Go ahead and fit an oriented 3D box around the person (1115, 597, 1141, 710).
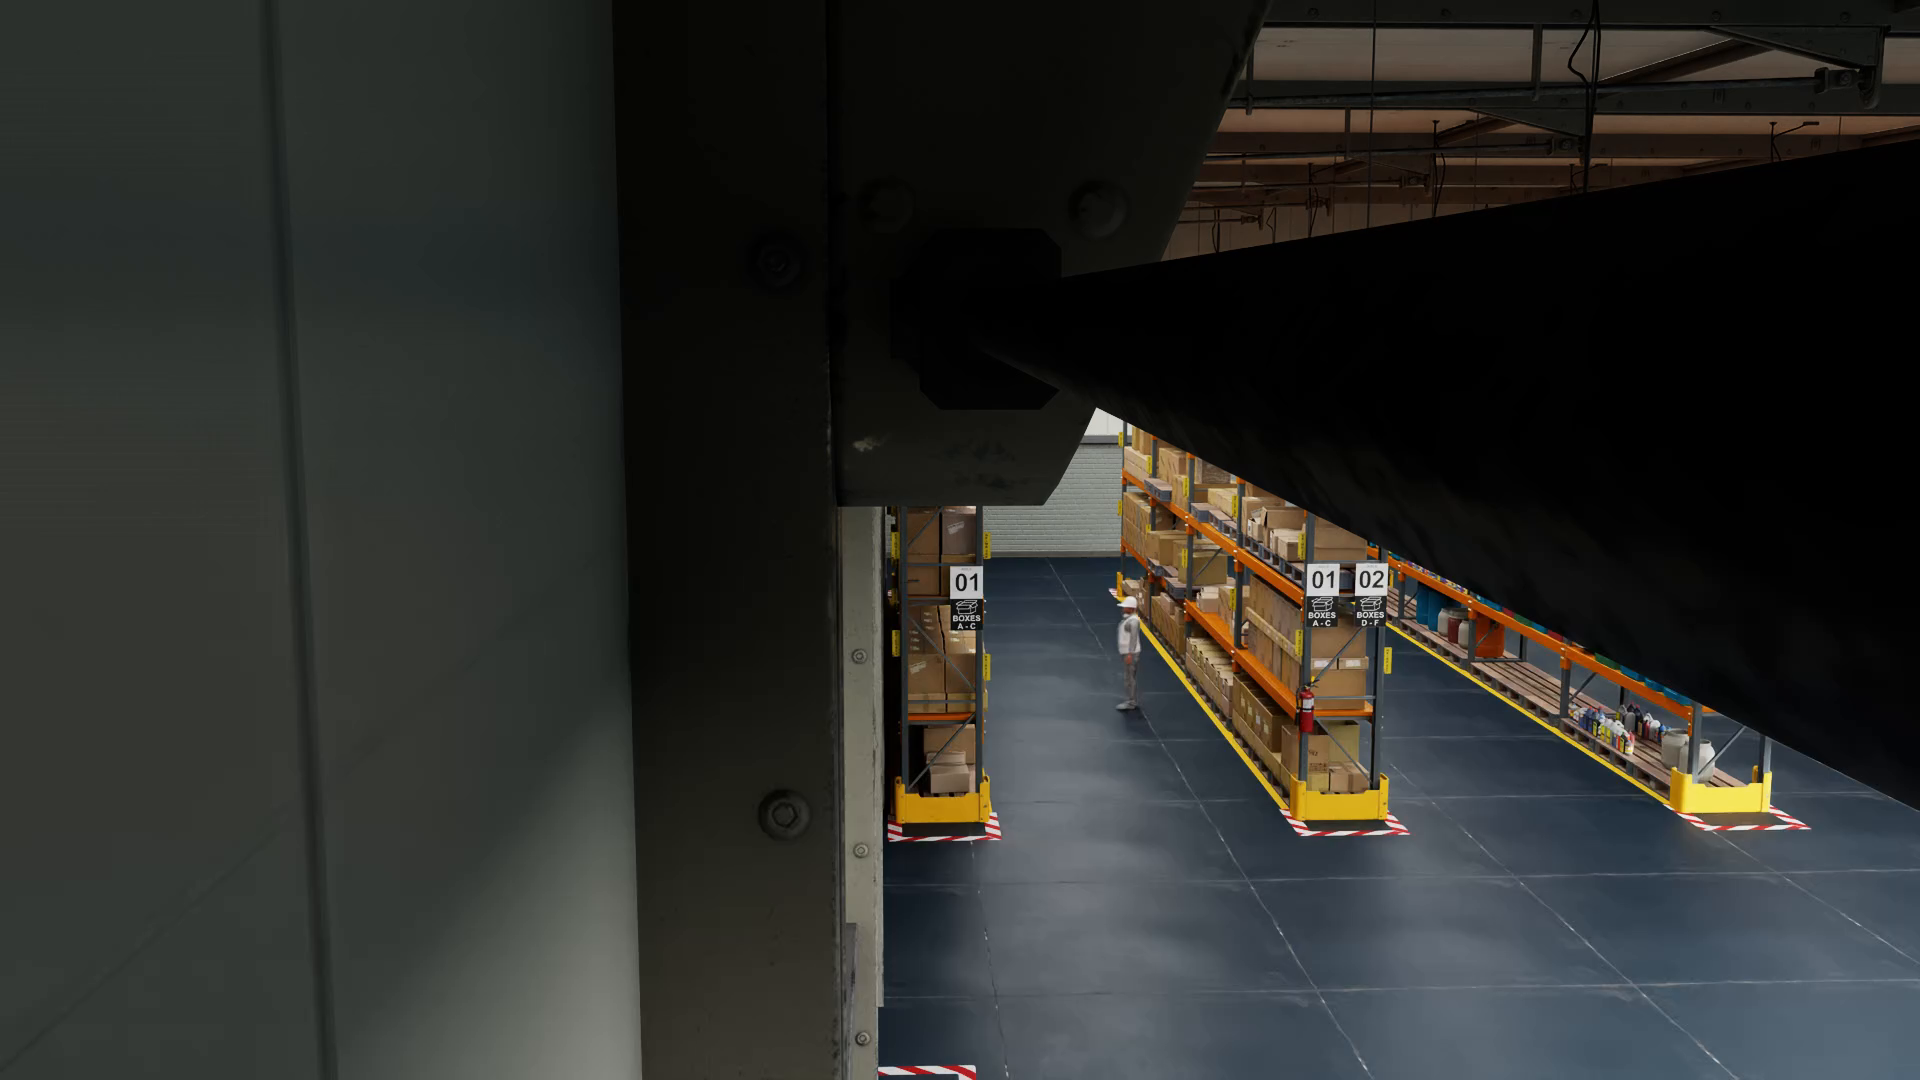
[{"bbox_3d":[2.635,1.774,26.203,0.389,1.787,0.603,-1,8,-4],"label":"person"}]
